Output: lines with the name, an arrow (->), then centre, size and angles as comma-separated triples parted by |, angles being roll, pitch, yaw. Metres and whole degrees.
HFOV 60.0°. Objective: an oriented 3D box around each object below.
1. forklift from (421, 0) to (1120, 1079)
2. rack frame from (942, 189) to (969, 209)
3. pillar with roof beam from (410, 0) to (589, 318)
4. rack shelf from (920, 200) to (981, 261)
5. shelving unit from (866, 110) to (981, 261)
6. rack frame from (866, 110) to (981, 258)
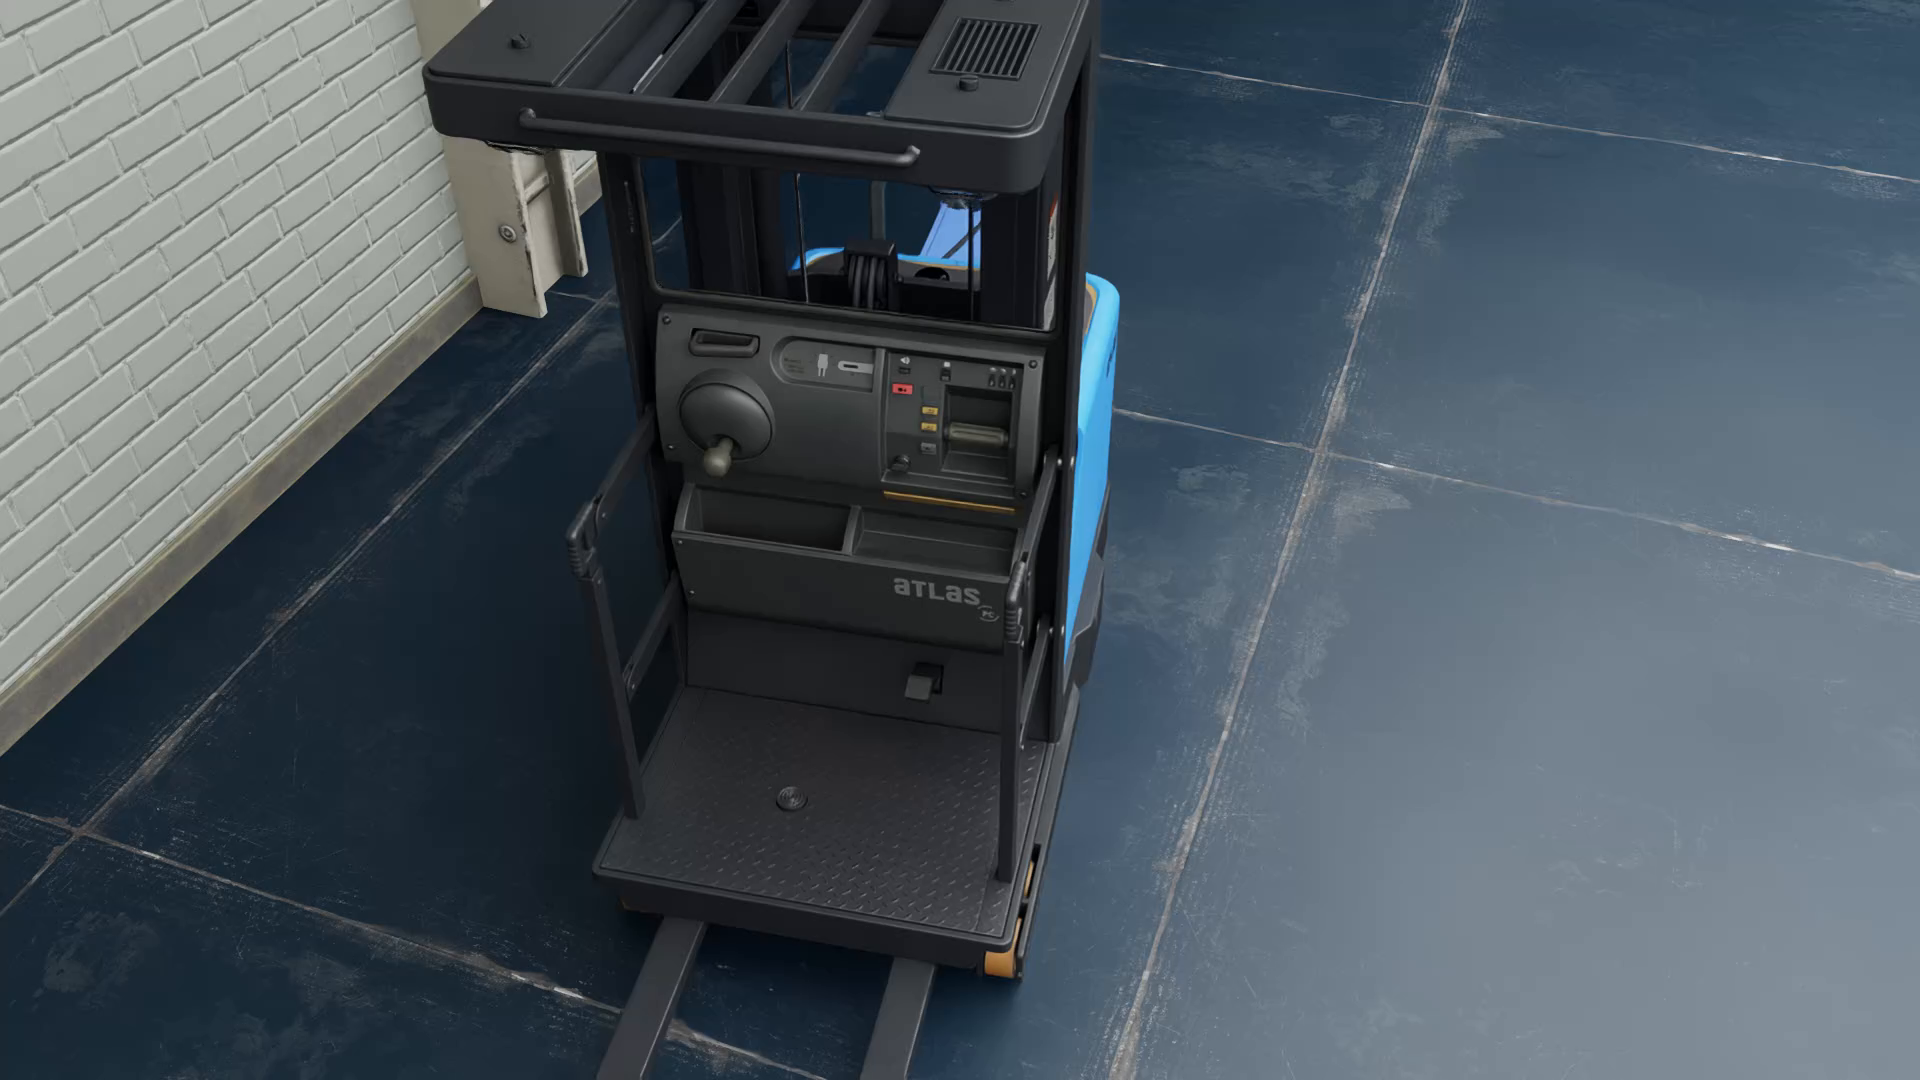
forklift -> -0.311, -0.231, 3.762 | 1.130, 2.935, 3.031 | 8, 41, 9
rack frame -> 0.182, -1.309, 6.129 | 0.500, 1.500, 0.032 | 8, 41, 9
pillar with roof beam -> 2.251, -3.531, 2.955 | 9.100, 9.000, 0.400 | 13, 42, 15
rack shelf -> 0.077, -0.850, 5.867 | 0.538, 0.185, 1.000 | 8, 41, 9
shelving unit -> 0.077, -0.986, 5.751 | 0.538, 1.500, 1.048 | 8, 41, 9
rack frame -> -0.029, -0.664, 5.372 | 0.500, 1.500, 0.032 | 8, 41, 9
